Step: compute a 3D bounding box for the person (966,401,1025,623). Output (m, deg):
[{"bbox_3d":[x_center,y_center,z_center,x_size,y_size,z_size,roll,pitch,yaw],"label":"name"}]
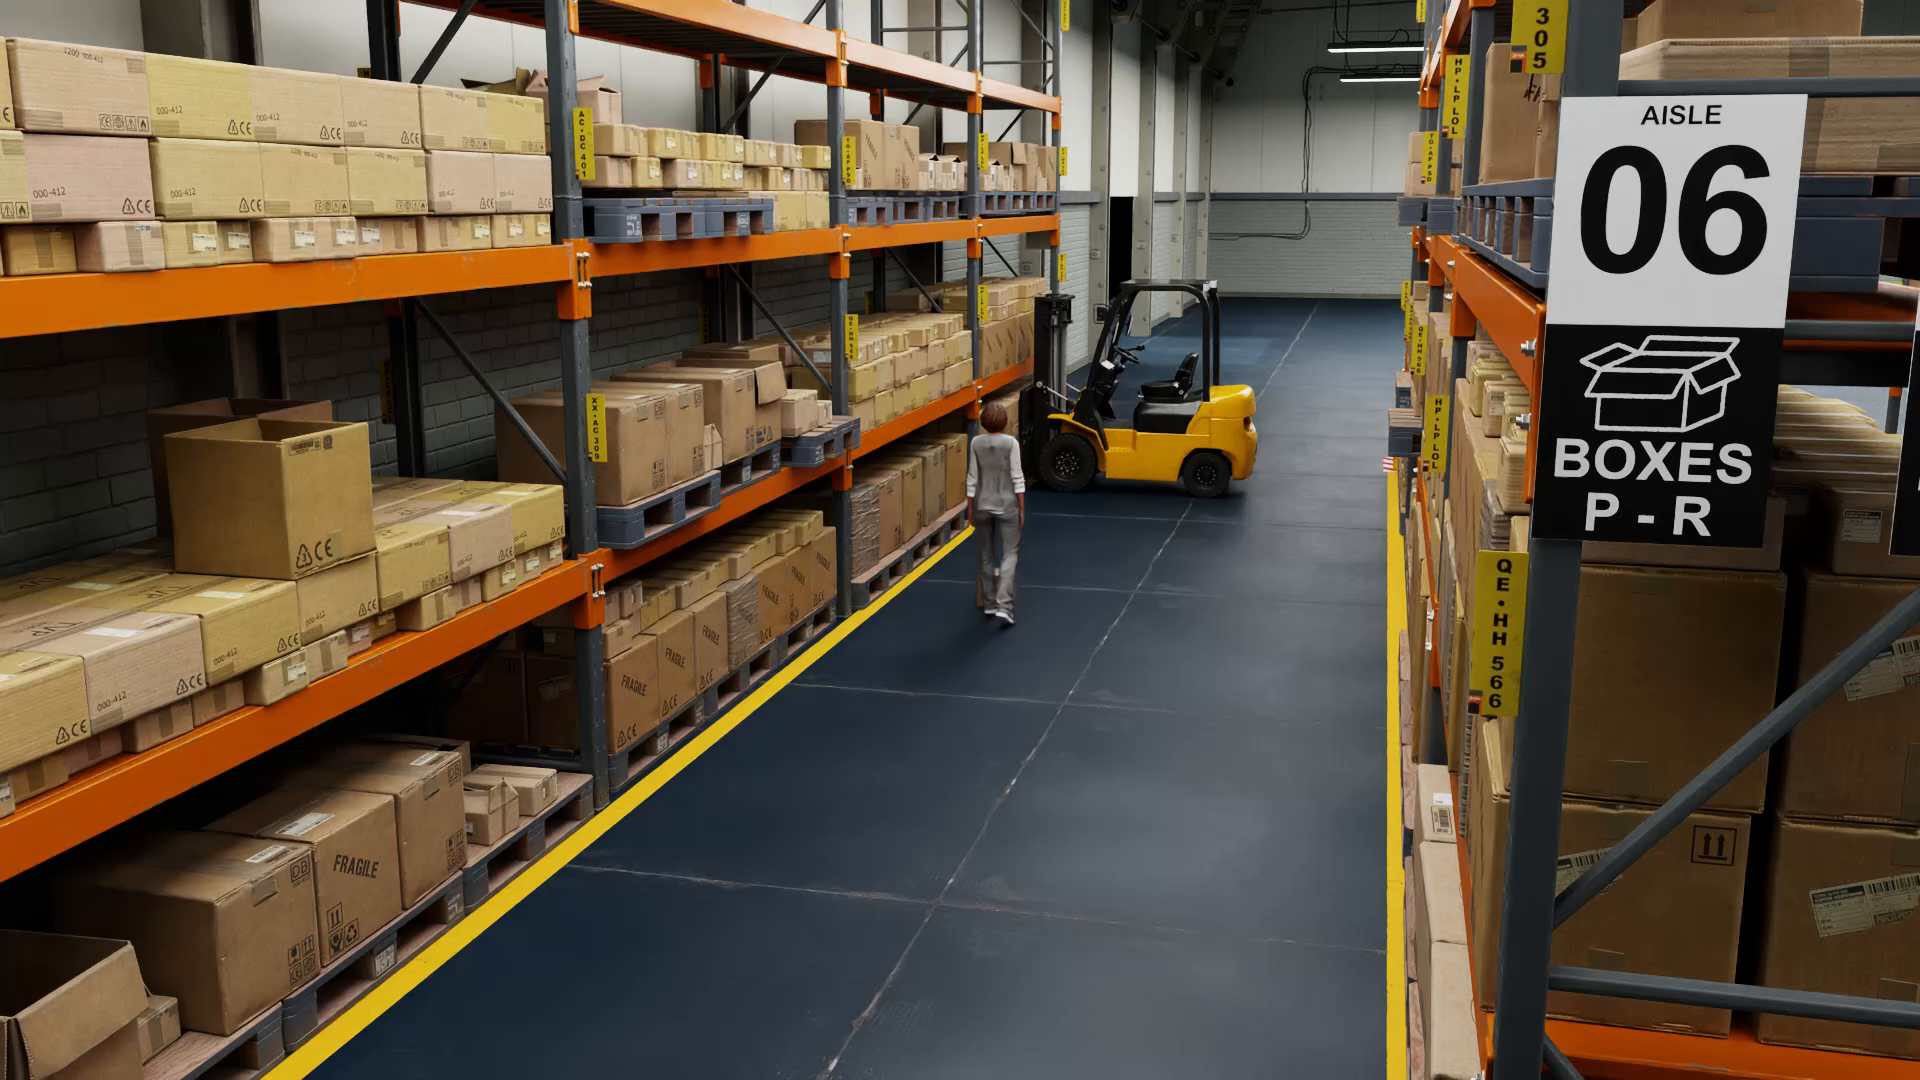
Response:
[{"bbox_3d":[0.265,-0.163,11.973,0.433,1.488,0.639,3,12,14],"label":"person"}]
